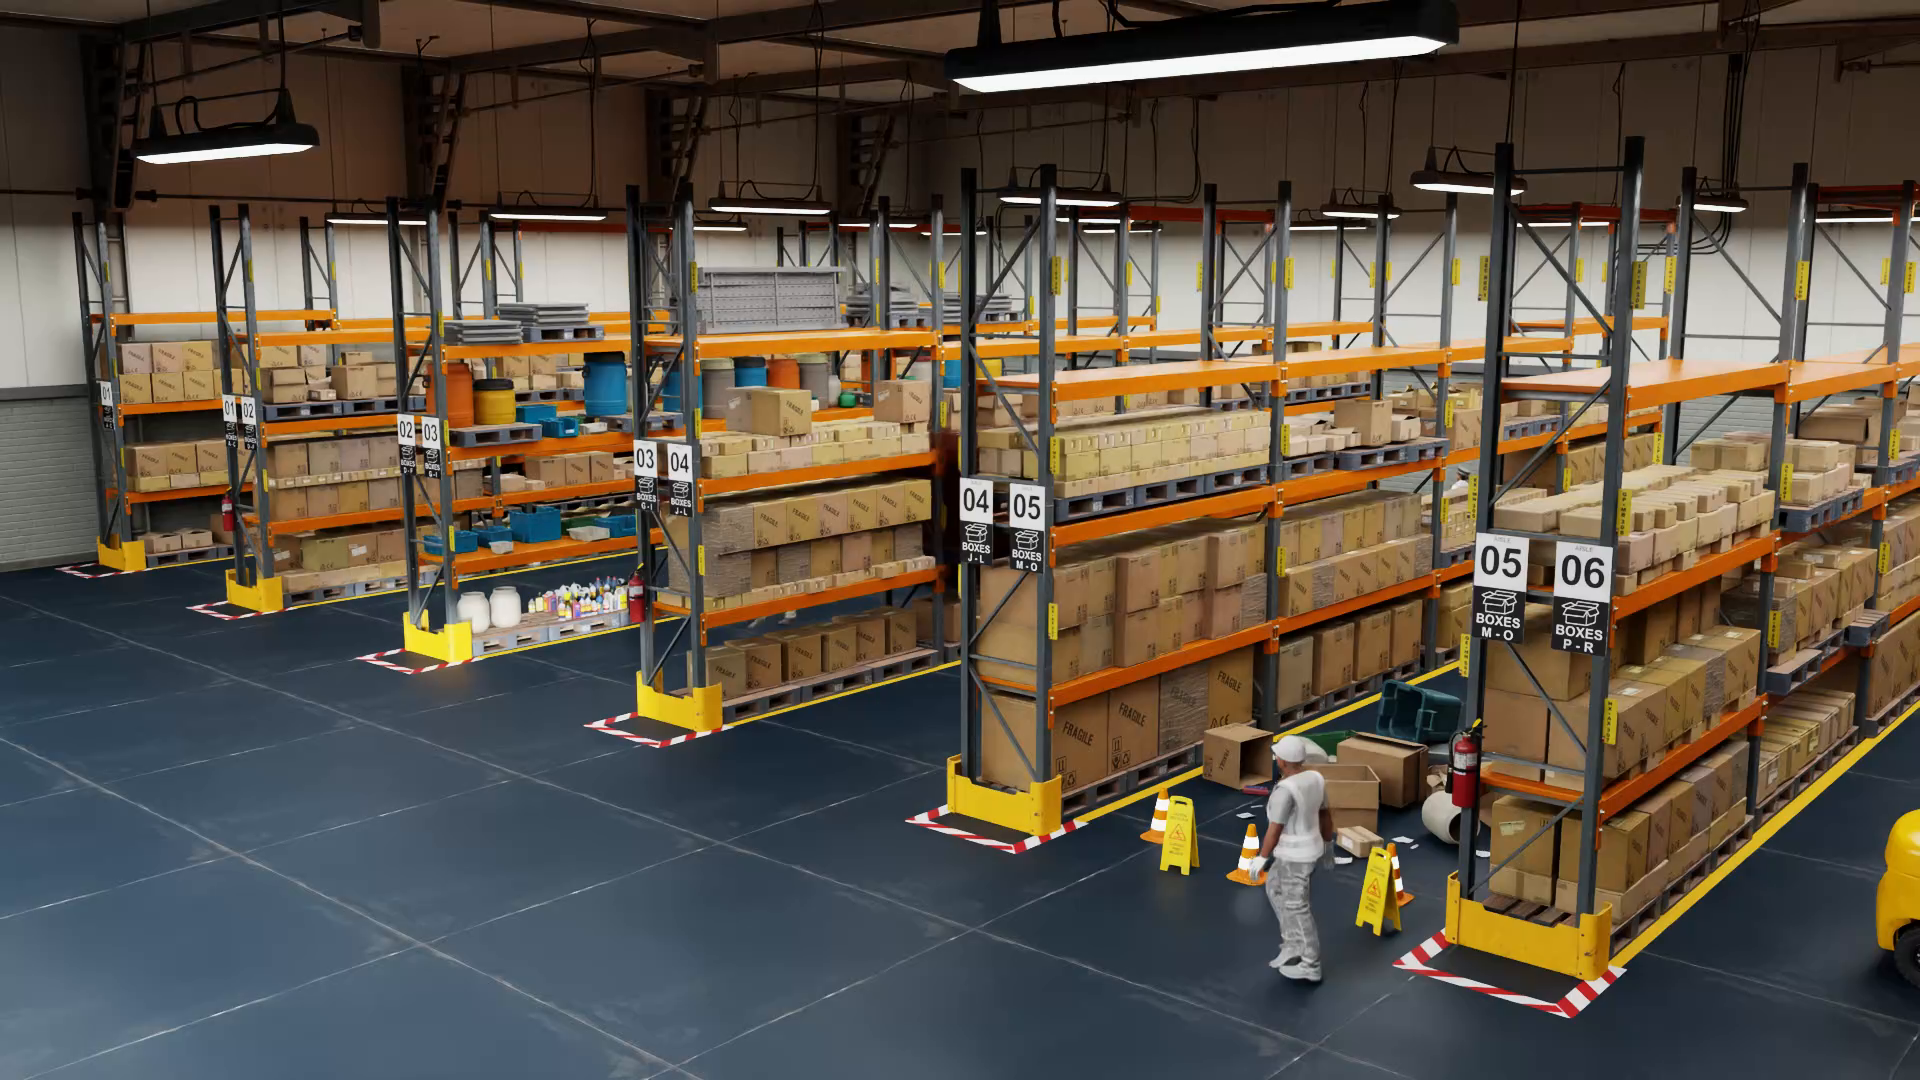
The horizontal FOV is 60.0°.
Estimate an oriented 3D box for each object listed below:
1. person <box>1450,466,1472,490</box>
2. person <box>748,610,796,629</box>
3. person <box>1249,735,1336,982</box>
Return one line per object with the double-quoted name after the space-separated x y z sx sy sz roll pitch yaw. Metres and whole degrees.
8.649 -0.433 28.803 0.515 1.700 0.620 -3 10 -17 "person"
-2.544 0.290 22.428 0.575 1.806 0.709 6 11 33 "person"
2.420 2.316 12.081 0.526 1.827 0.583 5 11 29 "person"
